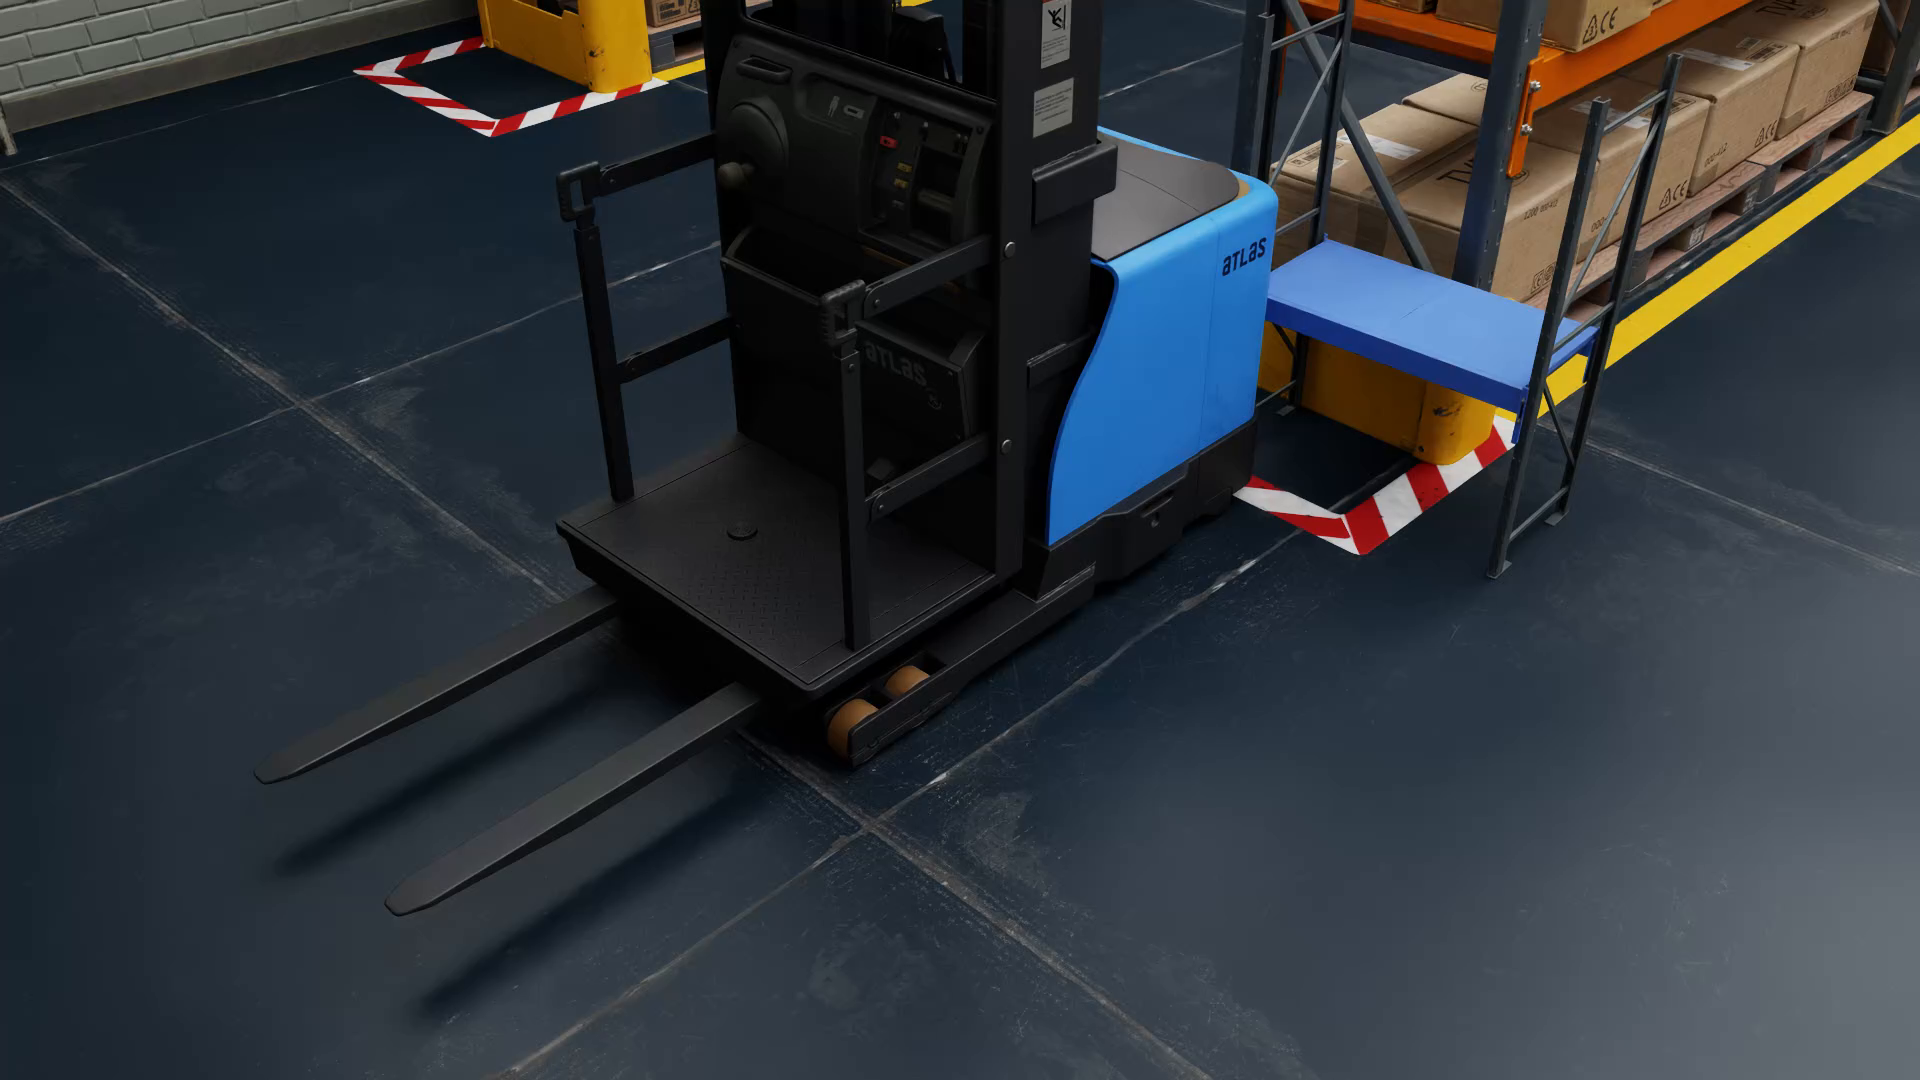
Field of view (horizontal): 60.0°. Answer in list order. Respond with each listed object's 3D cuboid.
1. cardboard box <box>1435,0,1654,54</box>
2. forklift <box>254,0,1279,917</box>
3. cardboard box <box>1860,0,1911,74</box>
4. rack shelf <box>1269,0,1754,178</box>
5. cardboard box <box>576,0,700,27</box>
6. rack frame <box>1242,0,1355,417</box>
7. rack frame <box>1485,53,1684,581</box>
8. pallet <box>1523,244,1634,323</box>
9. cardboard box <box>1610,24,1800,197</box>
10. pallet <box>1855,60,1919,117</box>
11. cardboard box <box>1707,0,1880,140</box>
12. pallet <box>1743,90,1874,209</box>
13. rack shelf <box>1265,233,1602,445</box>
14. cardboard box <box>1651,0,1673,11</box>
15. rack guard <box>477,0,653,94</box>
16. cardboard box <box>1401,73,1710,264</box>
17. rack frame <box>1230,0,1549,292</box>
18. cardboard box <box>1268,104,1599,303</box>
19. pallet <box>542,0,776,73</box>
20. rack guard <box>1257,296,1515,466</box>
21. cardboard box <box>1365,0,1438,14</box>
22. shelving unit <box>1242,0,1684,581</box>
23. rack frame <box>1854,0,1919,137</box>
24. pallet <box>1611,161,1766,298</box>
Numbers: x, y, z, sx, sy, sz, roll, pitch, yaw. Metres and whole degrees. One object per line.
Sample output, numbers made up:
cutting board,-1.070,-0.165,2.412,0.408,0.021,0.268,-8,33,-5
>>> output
cardboard box,1.894,-1.901,5.266,0.500,0.500,0.500,29,44,35
forklift,-0.433,-0.945,4.043,1.130,2.935,3.031,29,44,35
cardboard box,4.550,-2.989,8.404,0.875,0.875,0.875,-28,44,-34
rack shelf,2.761,-2.298,6.551,1.077,0.370,4.000,30,45,35
cardboard box,-1.675,-3.138,8.943,0.797,0.503,0.637,28,43,34
rack frame,1.037,-0.995,5.366,0.032,1.500,0.500,28,43,34
rack frame,1.788,-0.603,4.803,0.032,1.500,0.500,28,43,34
pallet,1.859,-0.993,6.490,1.003,0.211,1.213,30,45,35
cardboard box,3.021,-1.951,7.298,0.875,0.438,0.875,28,44,34
pallet,4.660,-2.605,8.800,1.003,0.211,1.213,30,45,35
cardboard box,3.651,-2.314,7.819,0.875,0.438,0.875,29,44,35
pallet,3.579,-1.984,7.910,1.003,0.211,1.213,30,45,35
rack shelf,1.413,-0.652,5.187,1.000,0.185,0.538,28,43,34
cardboard box,2.230,-2.118,5.577,0.500,0.500,0.500,29,44,35
rack guard,-2.120,-2.785,8.807,1.175,0.500,0.348,30,45,35
cardboard box,2.385,-1.585,6.774,0.875,0.438,0.875,-29,44,-34
rack frame,1.352,-1.781,5.181,1.000,3.000,0.127,30,45,35
cardboard box,1.746,-1.210,6.236,0.875,0.438,0.875,28,44,34
pallet,-1.559,-2.991,9.354,1.003,0.211,1.213,30,45,35
rack guard,1.335,-0.746,5.882,1.175,0.500,0.348,30,45,35
cardboard box,1.504,-2.124,5.587,0.500,0.500,0.500,-30,45,-35
shelving unit,1.413,-0.799,5.085,1.048,1.500,0.538,28,43,34
rack frame,4.170,-3.405,7.510,1.000,3.000,0.127,30,45,35
pallet,2.719,-1.486,7.196,1.003,0.211,1.213,30,45,35
